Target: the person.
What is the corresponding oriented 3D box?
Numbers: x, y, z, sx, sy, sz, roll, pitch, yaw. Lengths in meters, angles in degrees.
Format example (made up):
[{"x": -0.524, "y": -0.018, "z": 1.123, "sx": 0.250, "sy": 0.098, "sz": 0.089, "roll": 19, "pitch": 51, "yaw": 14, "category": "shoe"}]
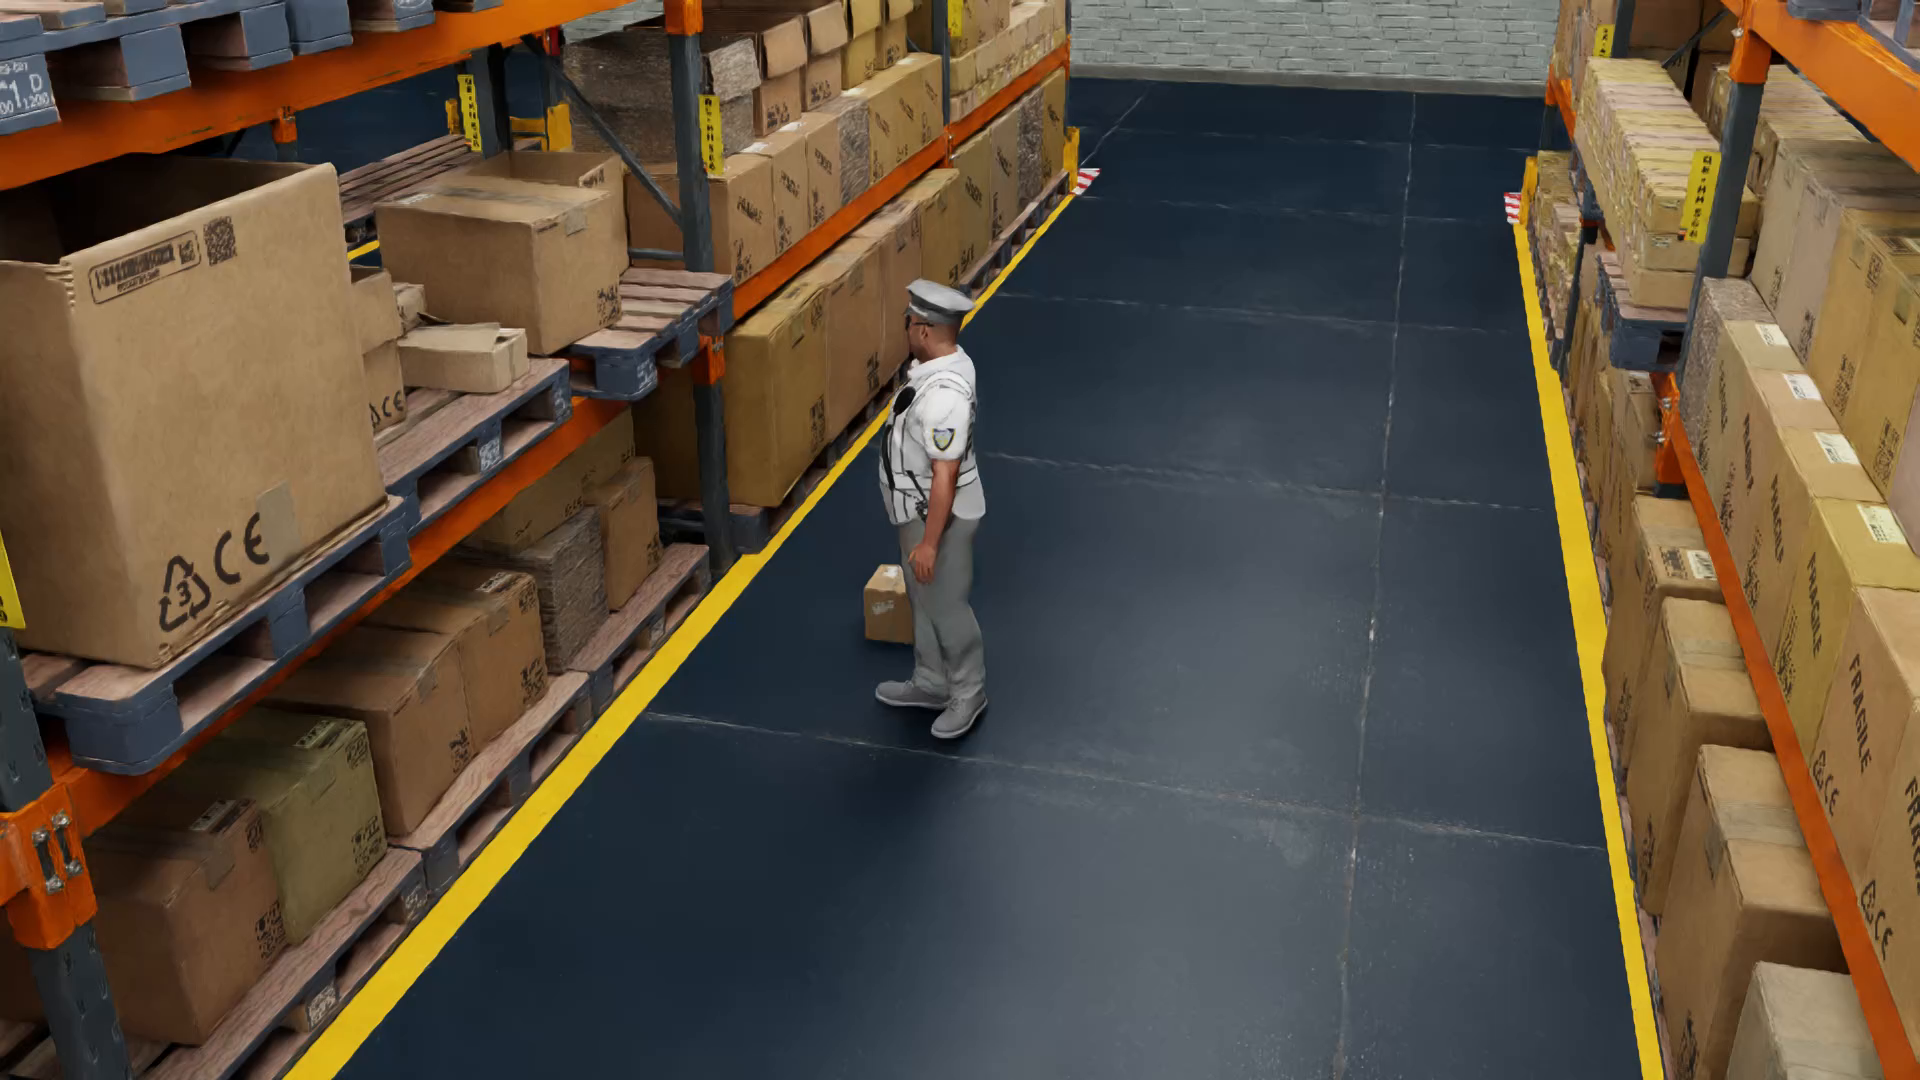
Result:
[{"x": -0.110, "y": -0.095, "z": 6.265, "sx": 0.441, "sy": 1.765, "sz": 0.580, "roll": -2, "pitch": 25, "yaw": -5, "category": "person"}]
